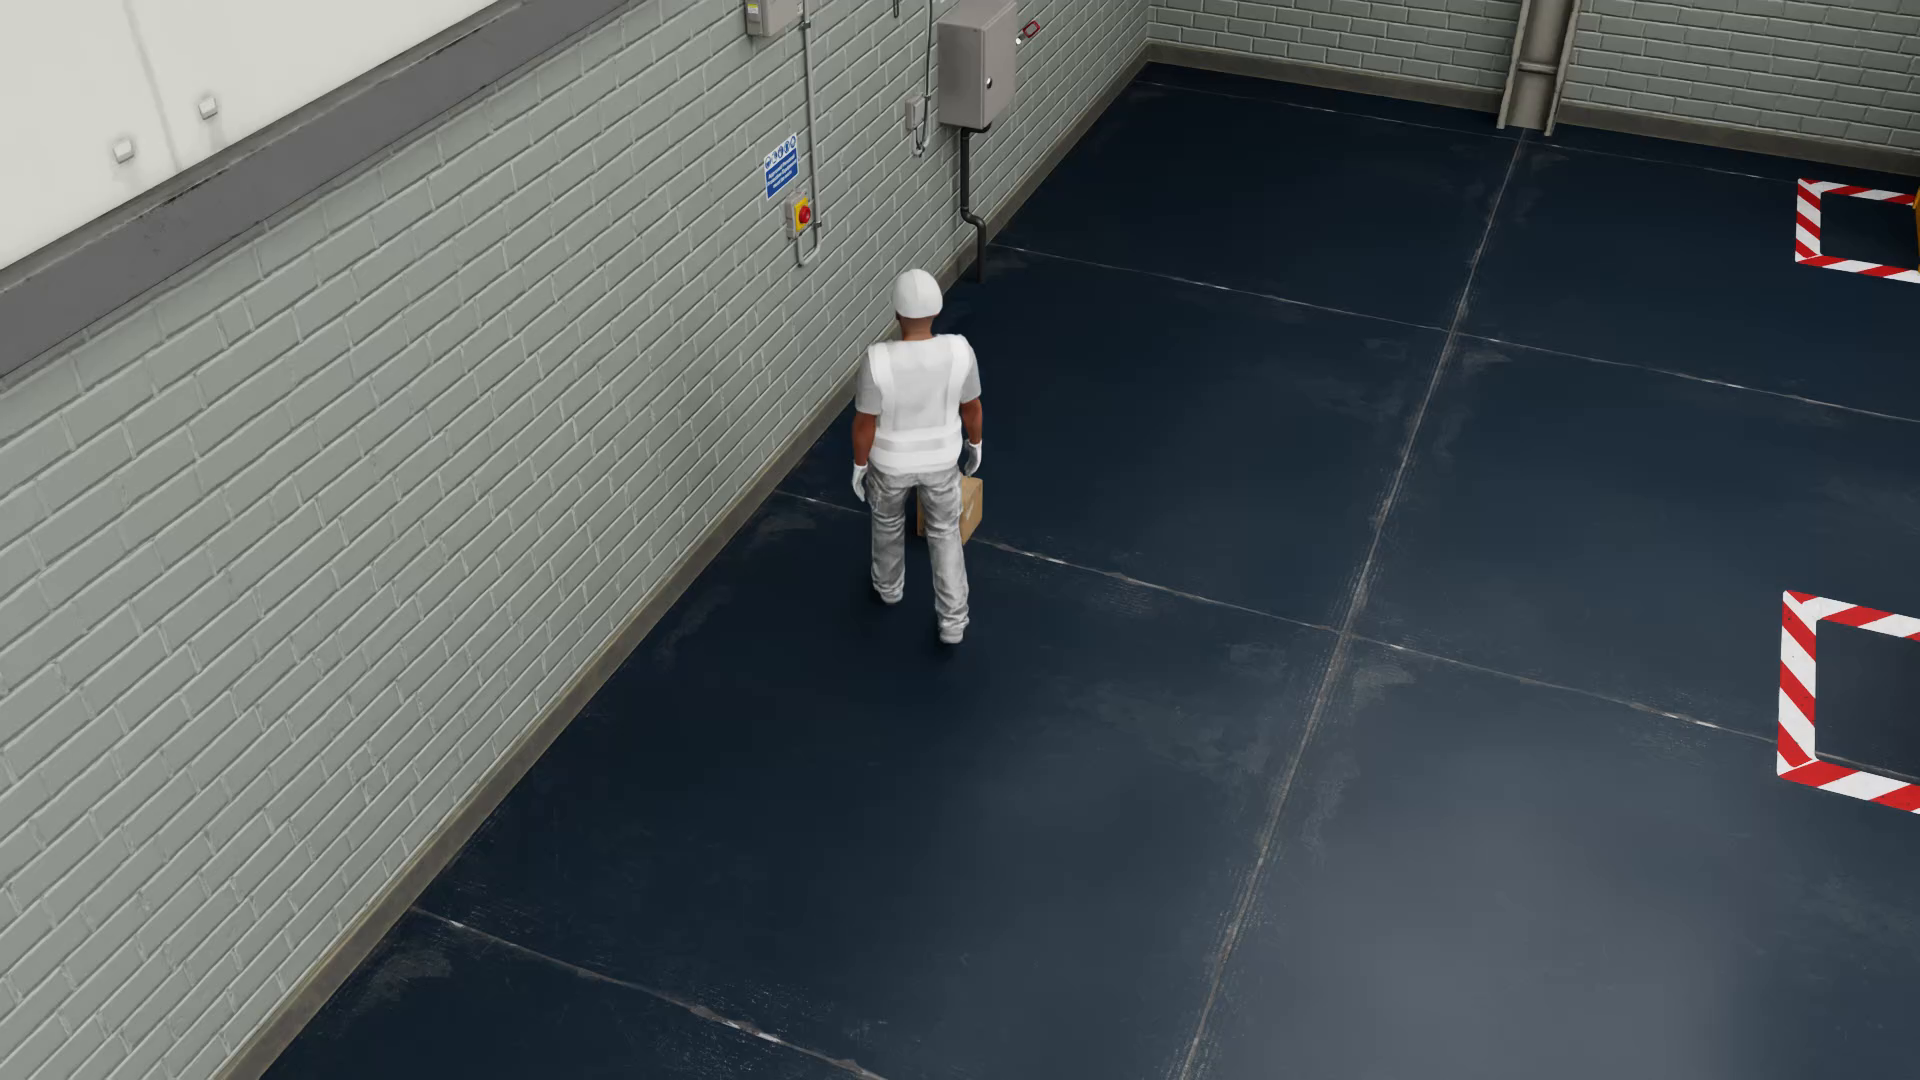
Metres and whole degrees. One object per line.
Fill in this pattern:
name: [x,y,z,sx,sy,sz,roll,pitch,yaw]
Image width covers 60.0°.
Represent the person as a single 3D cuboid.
person: [-0.194,-0.378,7.294,0.594,1.781,0.744,-7,38,-9]
